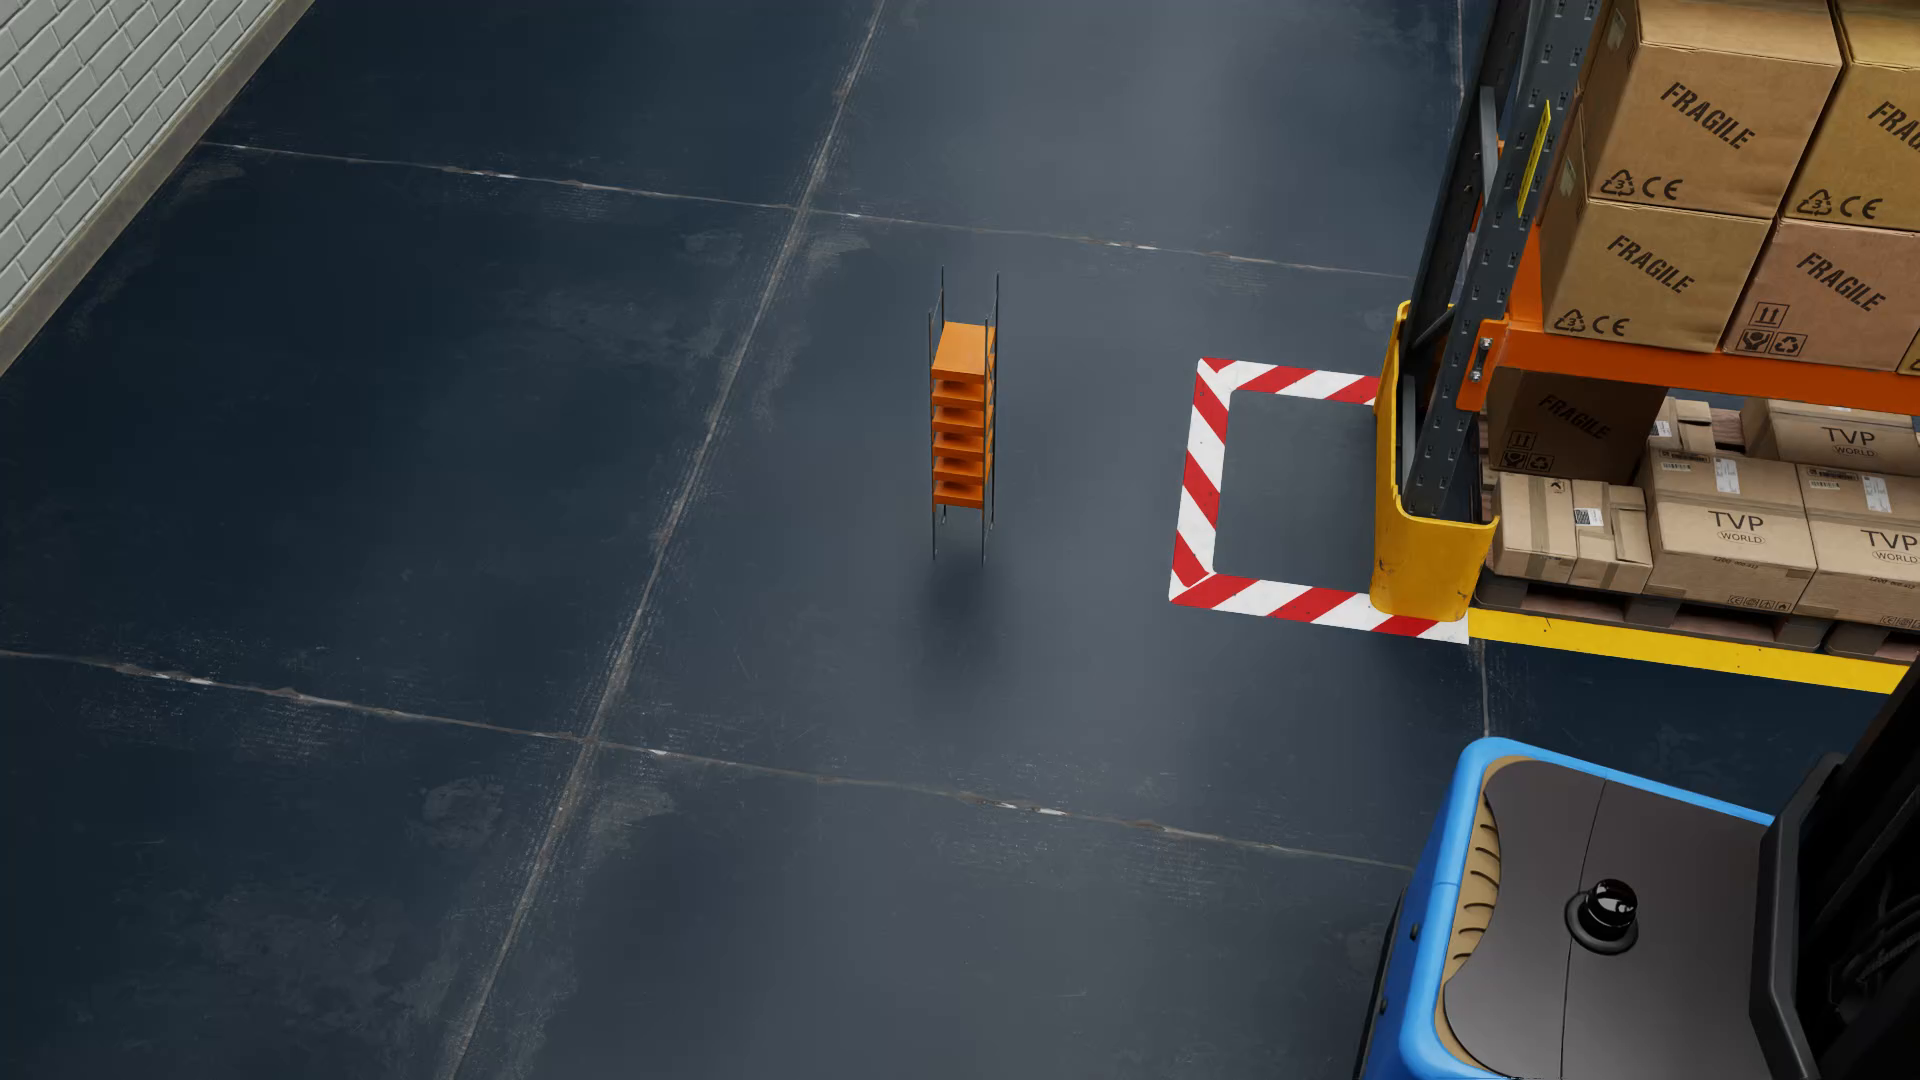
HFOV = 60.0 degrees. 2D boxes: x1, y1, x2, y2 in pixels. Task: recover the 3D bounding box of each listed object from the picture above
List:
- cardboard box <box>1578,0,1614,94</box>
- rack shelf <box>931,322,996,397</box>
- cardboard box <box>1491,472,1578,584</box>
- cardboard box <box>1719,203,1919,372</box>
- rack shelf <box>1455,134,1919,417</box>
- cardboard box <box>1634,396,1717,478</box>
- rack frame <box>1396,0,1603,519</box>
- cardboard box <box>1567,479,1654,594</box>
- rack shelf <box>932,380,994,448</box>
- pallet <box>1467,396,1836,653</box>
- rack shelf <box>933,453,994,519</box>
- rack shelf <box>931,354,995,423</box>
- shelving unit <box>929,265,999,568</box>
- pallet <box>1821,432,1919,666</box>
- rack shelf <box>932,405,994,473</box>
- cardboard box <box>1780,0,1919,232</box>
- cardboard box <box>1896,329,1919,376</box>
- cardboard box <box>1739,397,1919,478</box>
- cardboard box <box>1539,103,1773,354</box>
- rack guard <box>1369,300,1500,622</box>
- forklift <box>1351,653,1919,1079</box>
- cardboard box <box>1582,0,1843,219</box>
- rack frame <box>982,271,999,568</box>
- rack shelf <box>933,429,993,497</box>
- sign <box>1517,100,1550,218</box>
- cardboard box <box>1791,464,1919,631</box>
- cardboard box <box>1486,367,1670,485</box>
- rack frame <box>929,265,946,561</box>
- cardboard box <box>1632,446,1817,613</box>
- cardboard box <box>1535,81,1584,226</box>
[{"bbox_3d":[2.168,-1.669,4.994,0.500,0.500,0.500,7,48,6],"label":"cardboard box"},{"bbox_3d":[0.014,-0.610,5.567,0.180,0.103,0.258,8,49,7],"label":"rack shelf"},{"bbox_3d":[2.032,-0.047,5.896,0.250,0.149,0.380,8,49,7],"label":"cardboard box"},{"bbox_3d":[2.579,-0.877,4.954,0.500,0.500,0.500,7,48,6],"label":"cardboard box"},{"bbox_3d":[3.649,-0.654,5.305,4.000,0.370,1.077,8,49,7],"label":"rack shelf"},{"bbox_3d":[2.642,-0.348,6.155,0.250,0.166,0.380,8,49,7],"label":"cardboard box"},{"bbox_3d":[1.681,-1.159,5.275,0.127,3.000,1.000,8,49,7],"label":"rack frame"},{"bbox_3d":[2.278,-0.019,5.860,0.250,0.166,0.380,8,49,7],"label":"cardboard box"},{"bbox_3d":[0.014,-0.450,5.746,0.180,0.103,0.258,8,49,7],"label":"rack shelf"},{"bbox_3d":[2.540,-0.112,6.209,1.213,0.211,1.003,8,49,7],"label":"pallet"},{"bbox_3d":[0.014,-0.209,6.014,0.180,0.103,0.258,8,49,7],"label":"rack shelf"},{"bbox_3d":[0.014,-0.530,5.657,0.180,0.103,0.258,8,49,7],"label":"rack shelf"},{"bbox_3d":[0.014,-0.399,5.802,0.189,1.200,0.258,8,49,7],"label":"shelving unit"},{"bbox_3d":[3.737,0.051,6.063,1.213,0.211,1.003,8,49,7],"label":"pallet"},{"bbox_3d":[0.014,-0.369,5.835,0.180,0.103,0.258,8,49,7],"label":"rack shelf"},{"bbox_3d":[2.586,-1.212,4.583,0.500,0.500,0.500,8,49,7],"label":"cardboard box"},{"bbox_3d":[3.072,-0.808,4.892,0.500,0.500,0.500,8,49,7],"label":"cardboard box"},{"bbox_3d":[3.189,-0.348,6.099,0.500,0.250,0.500,8,49,7],"label":"cardboard box"},{"bbox_3d":[2.070,-0.941,5.012,0.500,0.500,0.500,9,49,8],"label":"cardboard box"},{"bbox_3d":[1.755,-0.314,6.196,0.348,0.500,1.175,8,49,7],"label":"rack guard"},{"bbox_3d":[2.564,0.964,3.413,3.031,2.935,1.130,16,50,14],"label":"forklift"},{"bbox_3d":[2.070,-1.275,4.640,0.500,0.500,0.500,9,49,8],"label":"cardboard box"},{"bbox_3d":[0.104,-0.387,5.791,0.006,1.200,0.240,8,49,7],"label":"rack frame"},{"bbox_3d":[0.014,-0.289,5.924,0.180,0.103,0.258,8,49,7],"label":"rack shelf"},{"bbox_3d":[1.584,-1.052,4.596,0.005,0.325,0.100,8,49,7],"label":"sign"},{"bbox_3d":[3.149,0.024,5.764,0.500,0.250,0.500,8,49,7],"label":"cardboard box"},{"bbox_3d":[2.260,-0.579,6.139,0.500,0.500,0.500,8,49,7],"label":"cardboard box"},{"bbox_3d":[-0.076,-0.411,5.813,0.006,1.200,0.240,8,49,7],"label":"rack frame"},{"bbox_3d":[2.657,-0.042,5.824,0.500,0.250,0.500,8,49,7],"label":"cardboard box"},{"bbox_3d":[2.170,-1.333,5.364,0.500,0.500,0.500,9,49,8],"label":"cardboard box"}]
